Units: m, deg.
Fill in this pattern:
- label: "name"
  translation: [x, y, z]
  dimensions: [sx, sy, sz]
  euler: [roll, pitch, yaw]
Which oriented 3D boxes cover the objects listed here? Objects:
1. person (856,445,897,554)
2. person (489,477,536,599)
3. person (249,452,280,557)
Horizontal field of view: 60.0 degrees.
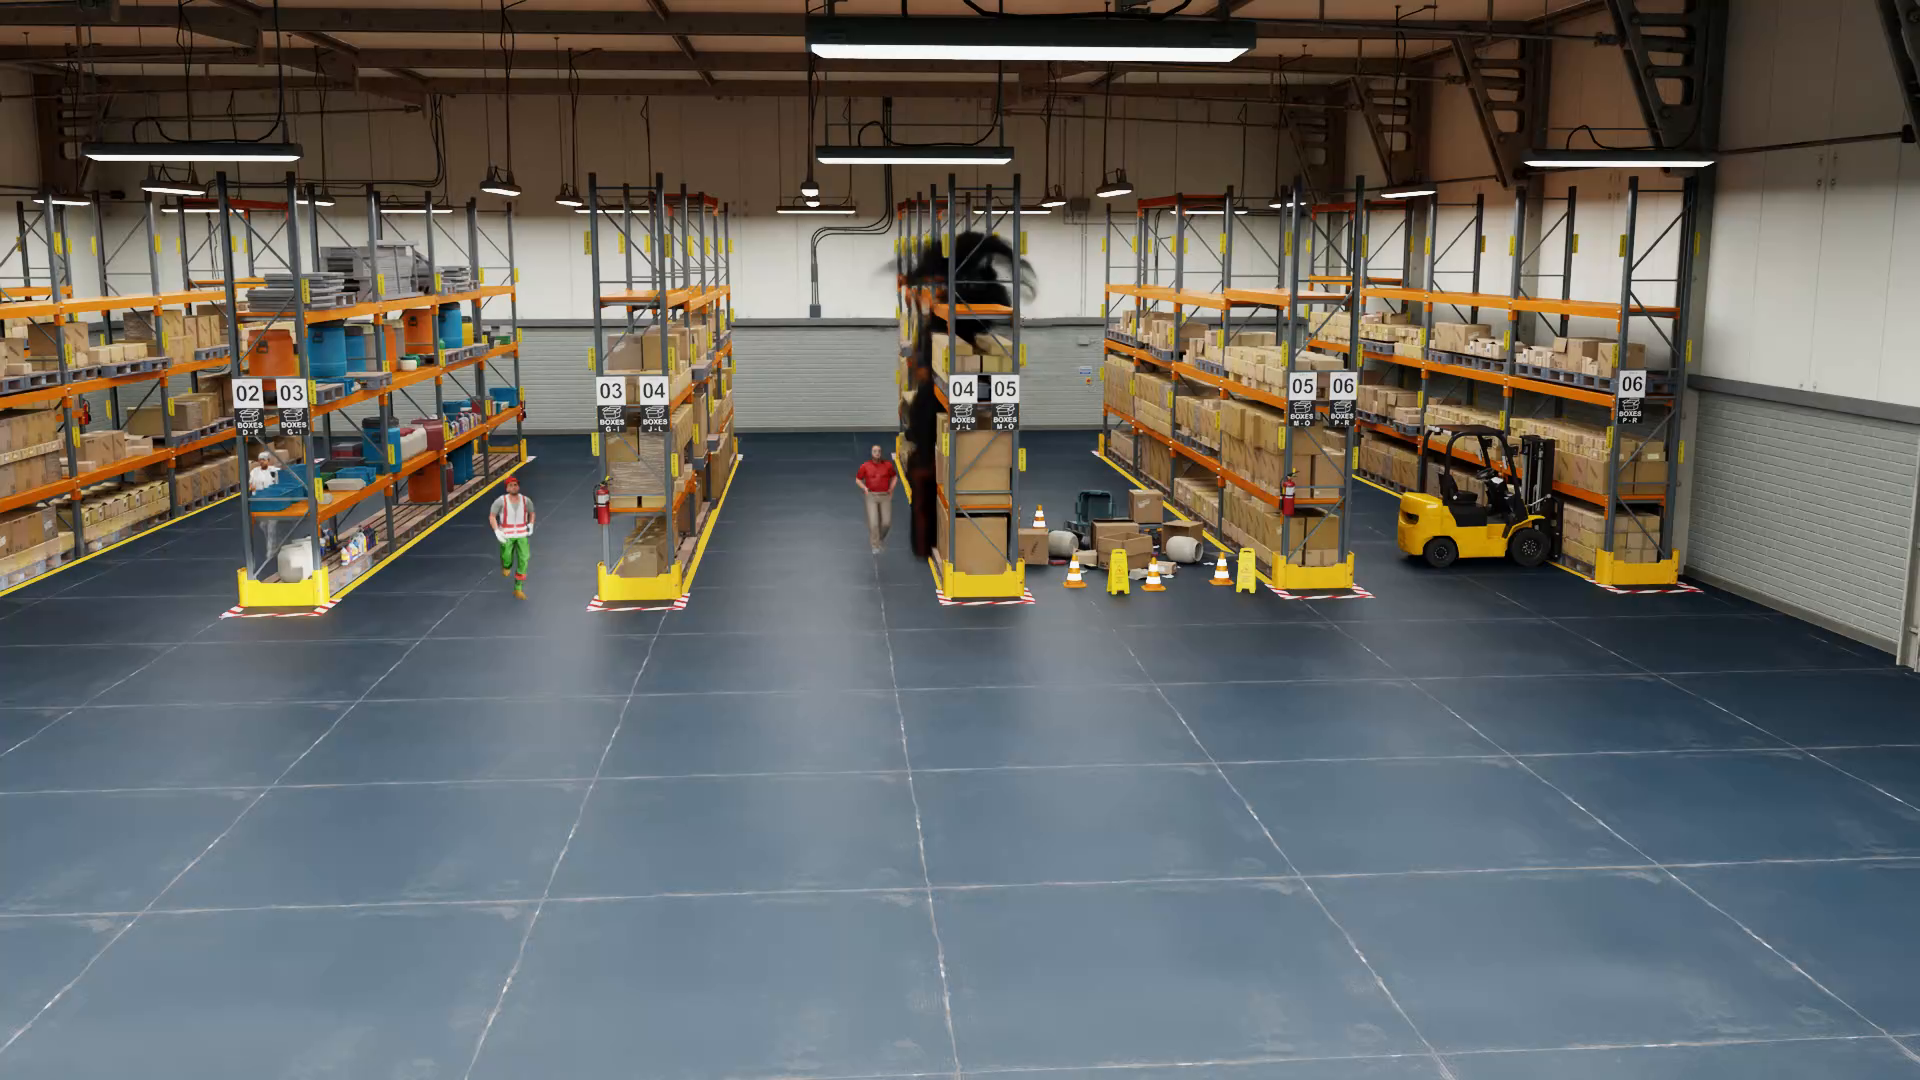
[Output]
- label: "person"
  translation: [-1.273, -0.611, 25.725]
  dimensions: [0.659, 1.718, 0.580]
  euler: [-2, 10, -10]
- label: "person"
  translation: [-6.469, -0.059, 24.132]
  dimensions: [0.667, 1.741, 0.795]
  euler: [-4, 11, -22]
- label: "person"
  translation: [-11.343, -0.609, 27.220]
  dimensions: [0.606, 1.666, 0.873]
  euler: [-2, 10, -9]
